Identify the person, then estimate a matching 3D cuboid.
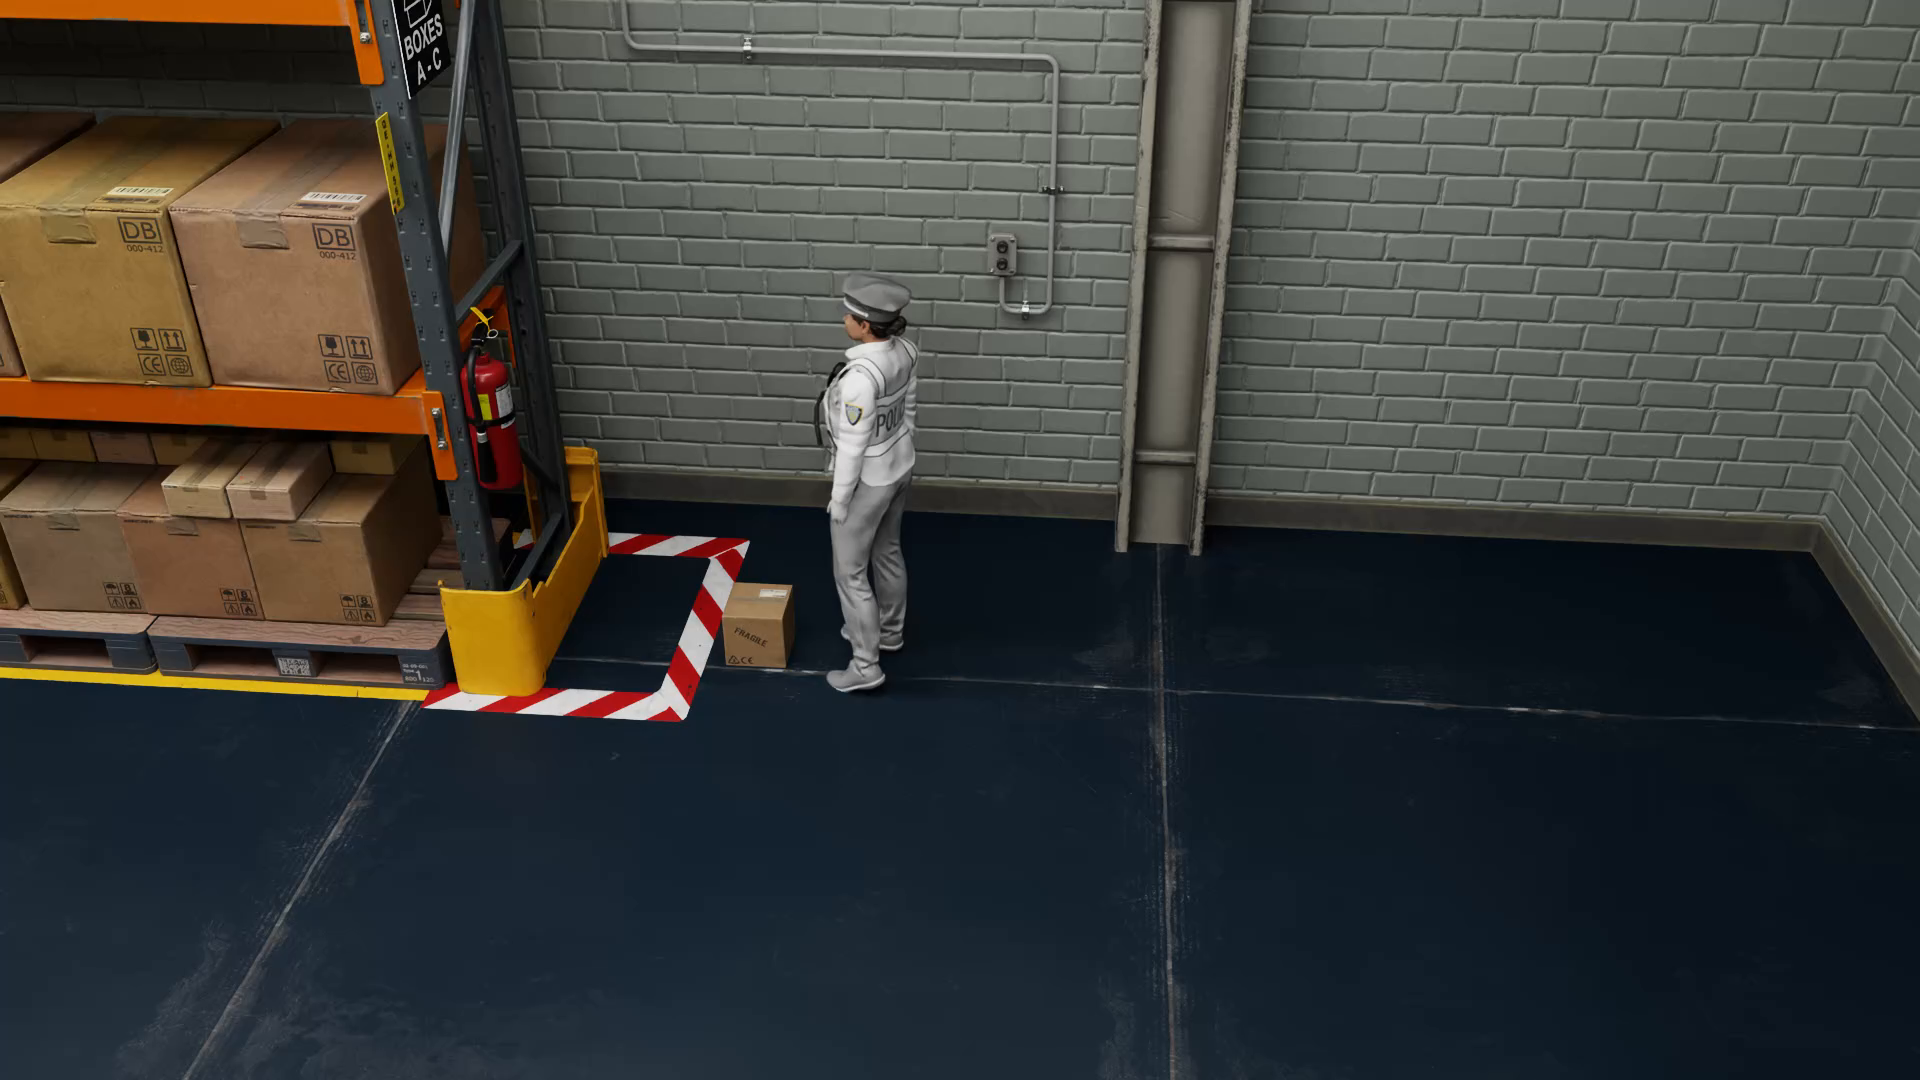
[{"bbox_3d":[-0.369,-0.227,6.484,0.362,1.715,0.544,13,35,20],"label":"person"}]
